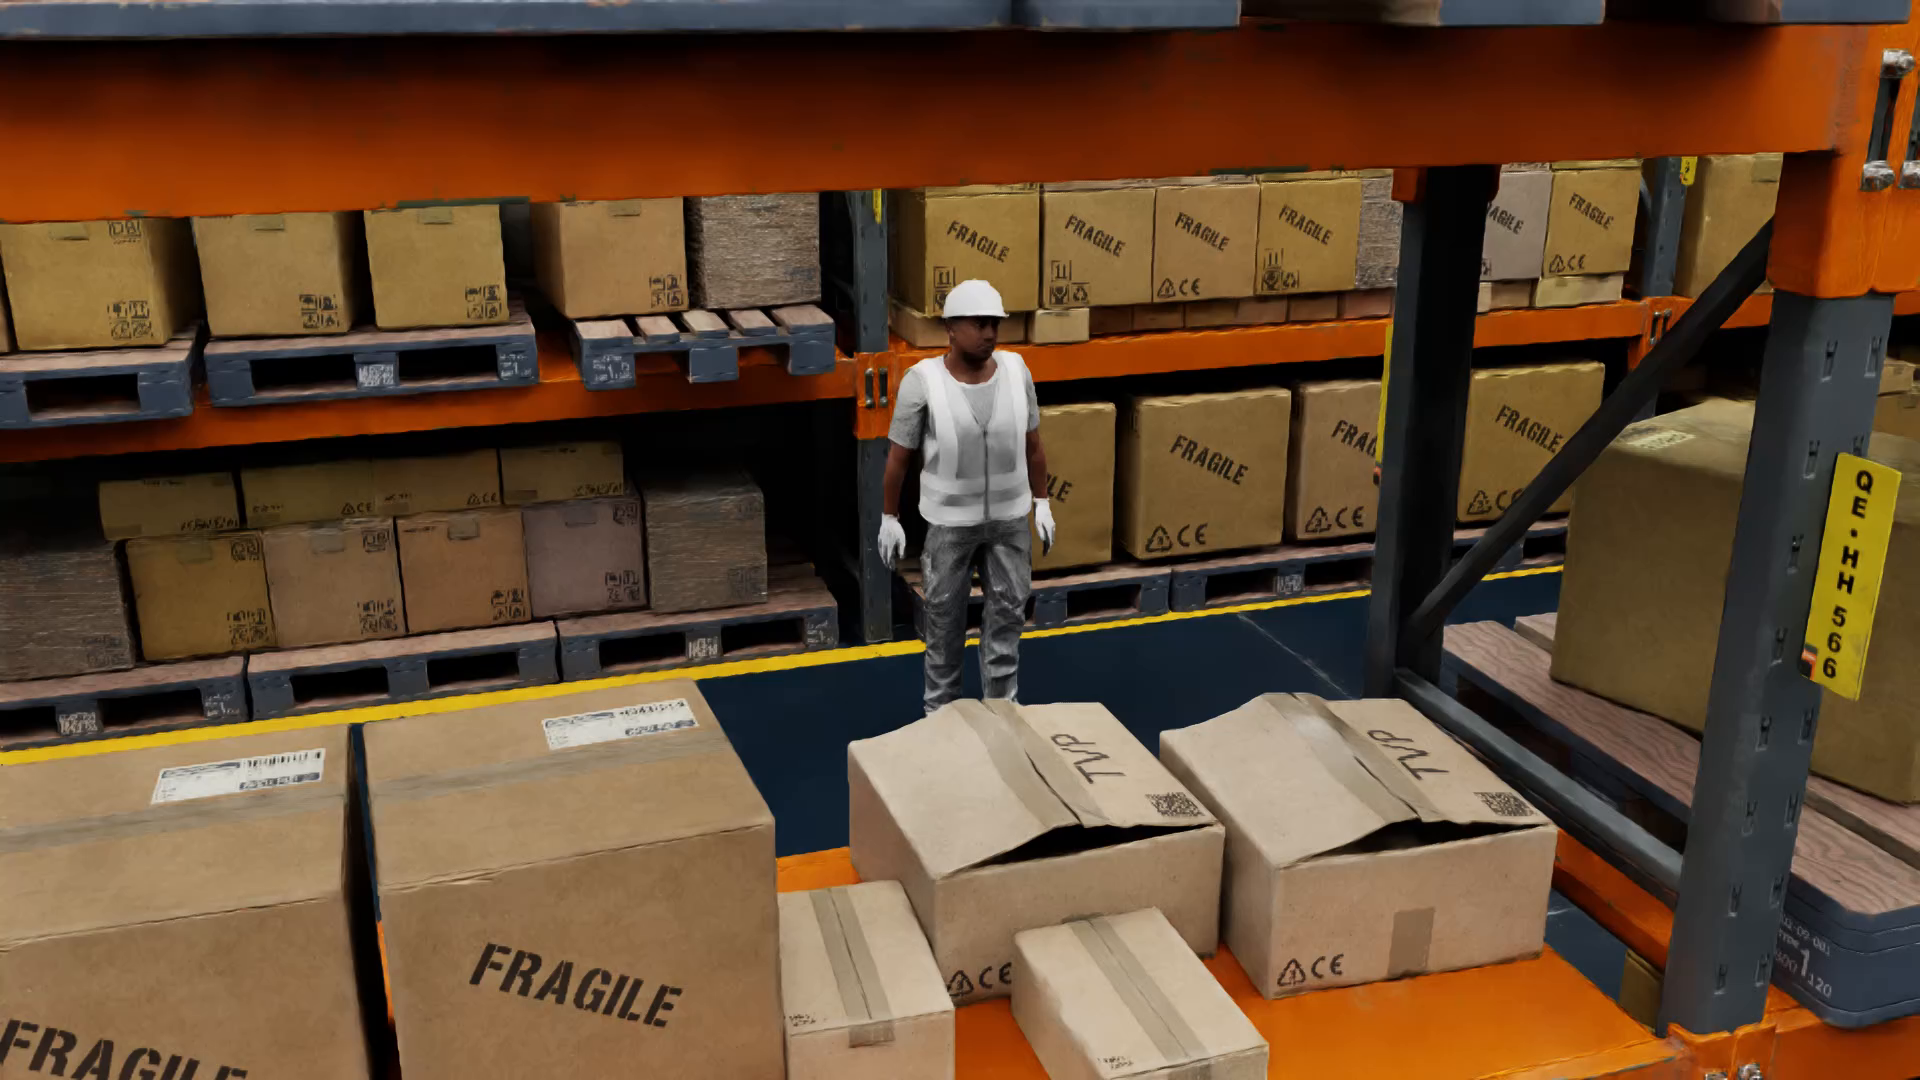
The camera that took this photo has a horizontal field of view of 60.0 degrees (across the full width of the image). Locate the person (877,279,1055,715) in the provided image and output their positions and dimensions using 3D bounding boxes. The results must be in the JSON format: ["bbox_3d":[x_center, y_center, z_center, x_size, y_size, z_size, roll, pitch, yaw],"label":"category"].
[{"bbox_3d":[0.043,-0.065,6.156,0.671,1.791,0.452,-6,20,-16],"label":"person"}]
